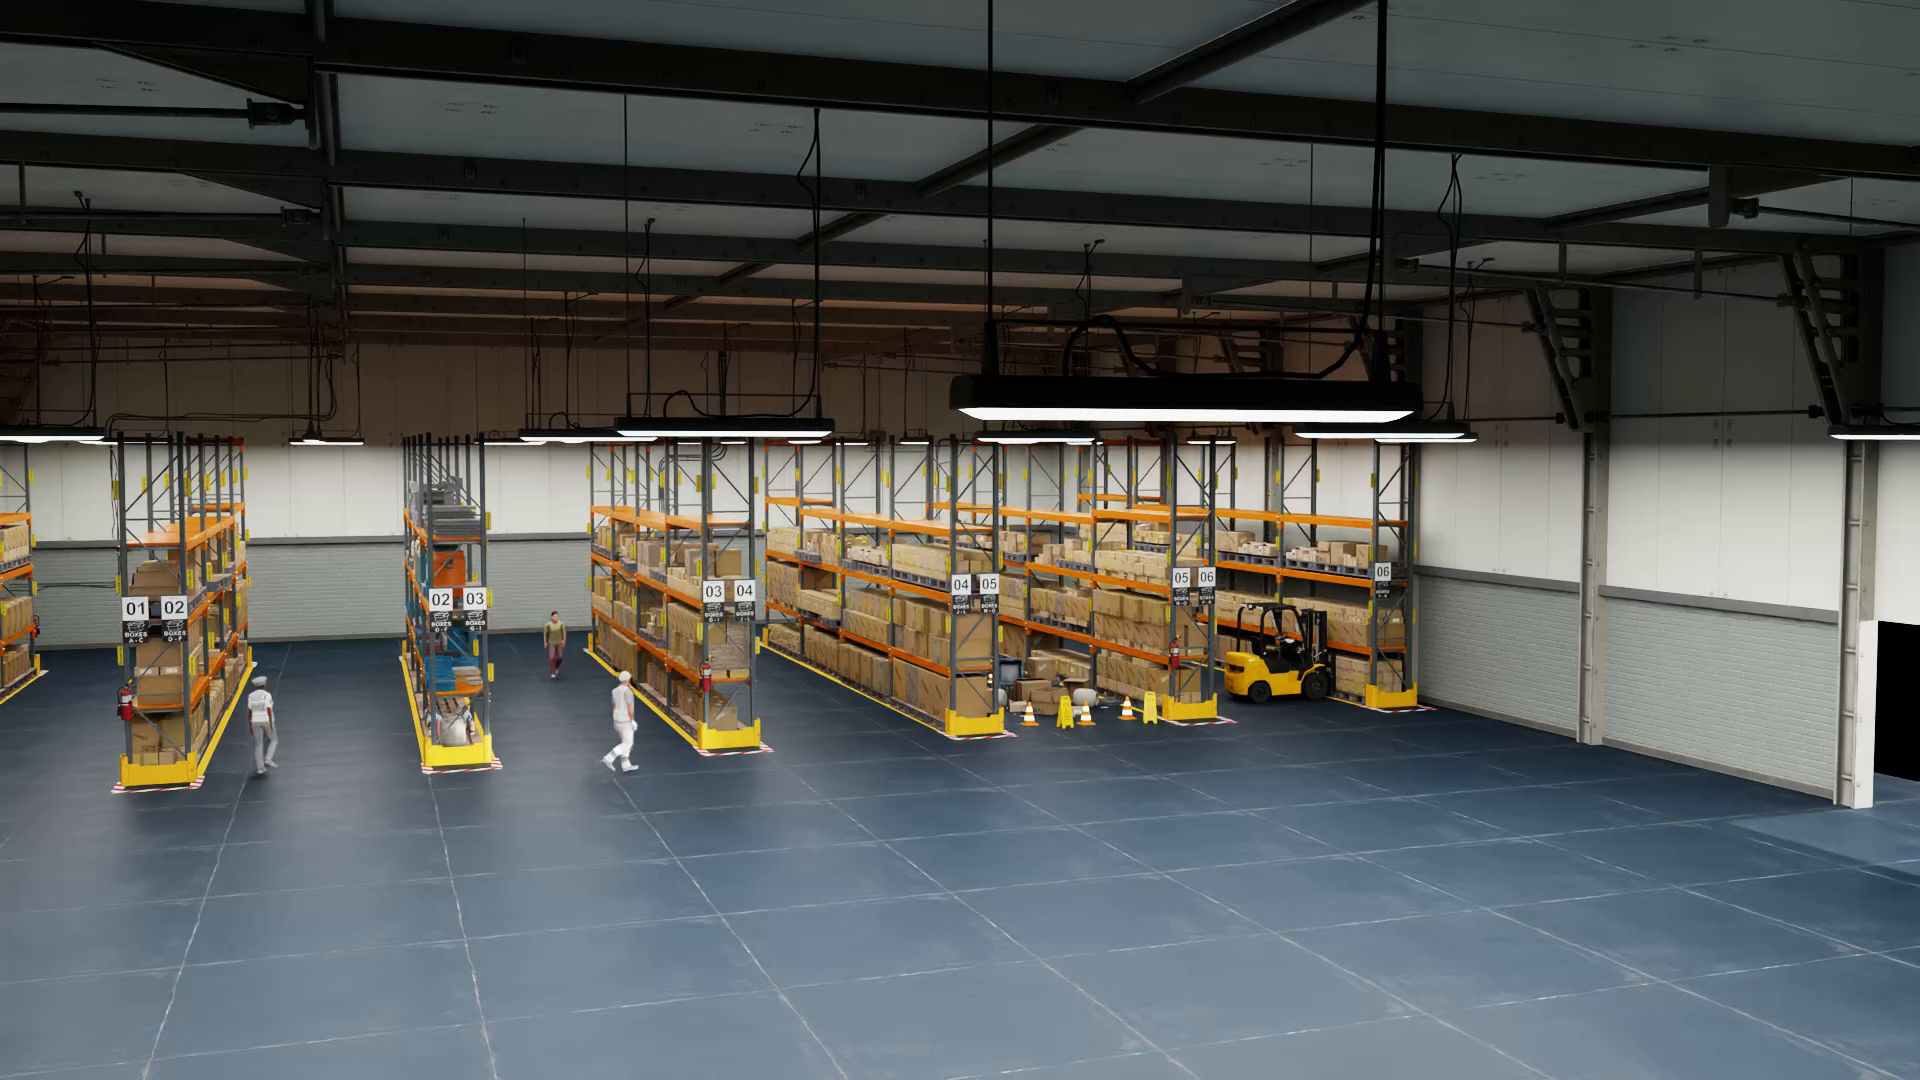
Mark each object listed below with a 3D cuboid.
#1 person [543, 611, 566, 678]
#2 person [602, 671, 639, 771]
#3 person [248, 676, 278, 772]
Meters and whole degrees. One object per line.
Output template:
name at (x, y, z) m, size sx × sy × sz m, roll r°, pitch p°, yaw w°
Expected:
person at (-10.164, 2.599, 41.668) m, size 0.545 × 1.657 × 0.603 m, roll -1°, pitch 3°, yaw -23°
person at (-5.977, 3.199, 29.199) m, size 0.759 × 1.787 × 0.545 m, roll -2°, pitch 4°, yaw -34°
person at (-12.312, 3.250, 29.355) m, size 0.500 × 1.669 × 0.447 m, roll 0°, pitch 3°, yaw -7°
